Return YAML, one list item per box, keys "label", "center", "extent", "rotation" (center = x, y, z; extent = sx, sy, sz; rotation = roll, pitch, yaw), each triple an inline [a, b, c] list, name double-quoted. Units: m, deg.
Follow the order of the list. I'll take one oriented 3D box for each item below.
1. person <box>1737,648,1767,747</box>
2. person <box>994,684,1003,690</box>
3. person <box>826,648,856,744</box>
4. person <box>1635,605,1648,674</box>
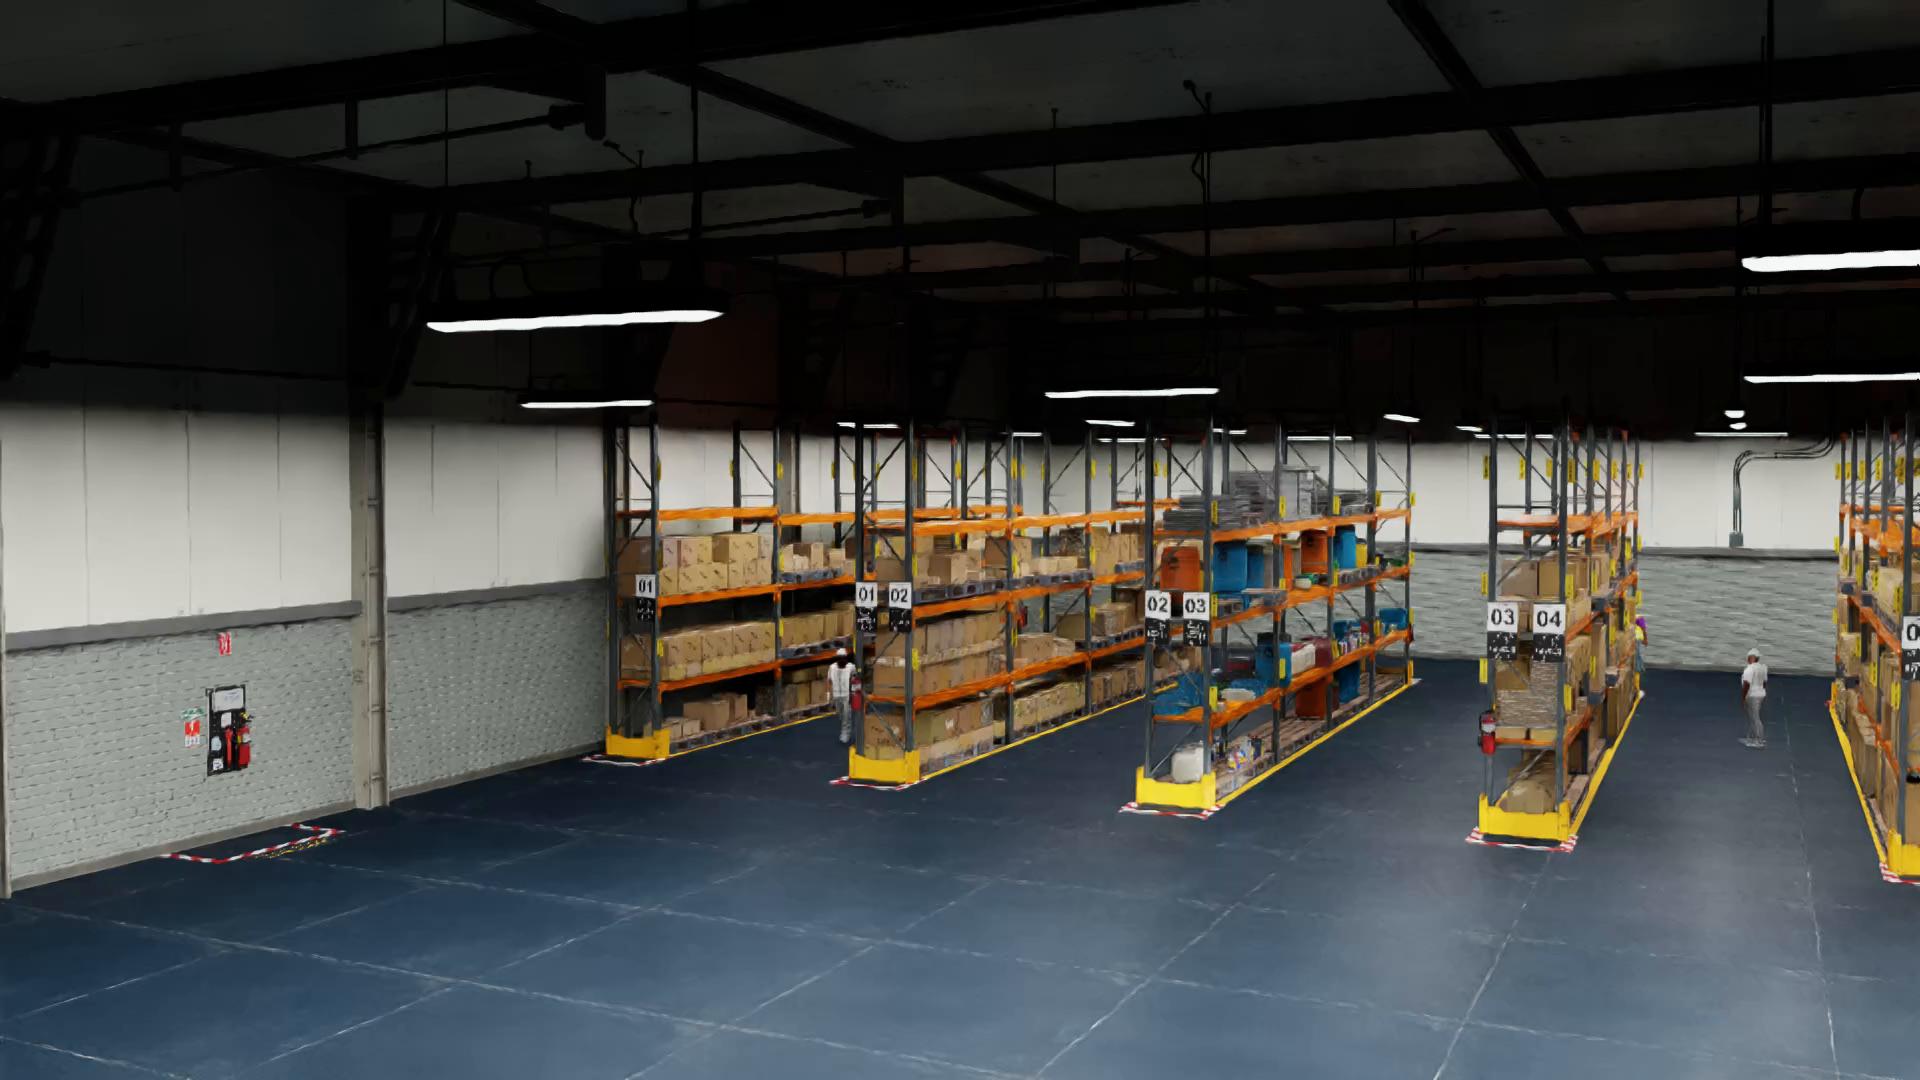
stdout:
- label: "person"
  center: [14.357, 2.838, 30.149]
  extent: [0.677, 1.763, 0.587]
  rotation: [-2, 3, -40]
- label: "person"
  center: [0.736, 2.696, 34.735]
  extent: [0.544, 1.642, 1.111]
  rotation: [1, 3, 29]
- label: "person"
  center: [-2.176, 2.843, 30.548]
  extent: [0.554, 1.724, 1.029]
  rotation: [1, 3, 17]
- label: "person"
  center: [16.457, 2.429, 40.516]
  extent: [0.532, 1.787, 0.648]
  rotation: [-1, 2, -13]
